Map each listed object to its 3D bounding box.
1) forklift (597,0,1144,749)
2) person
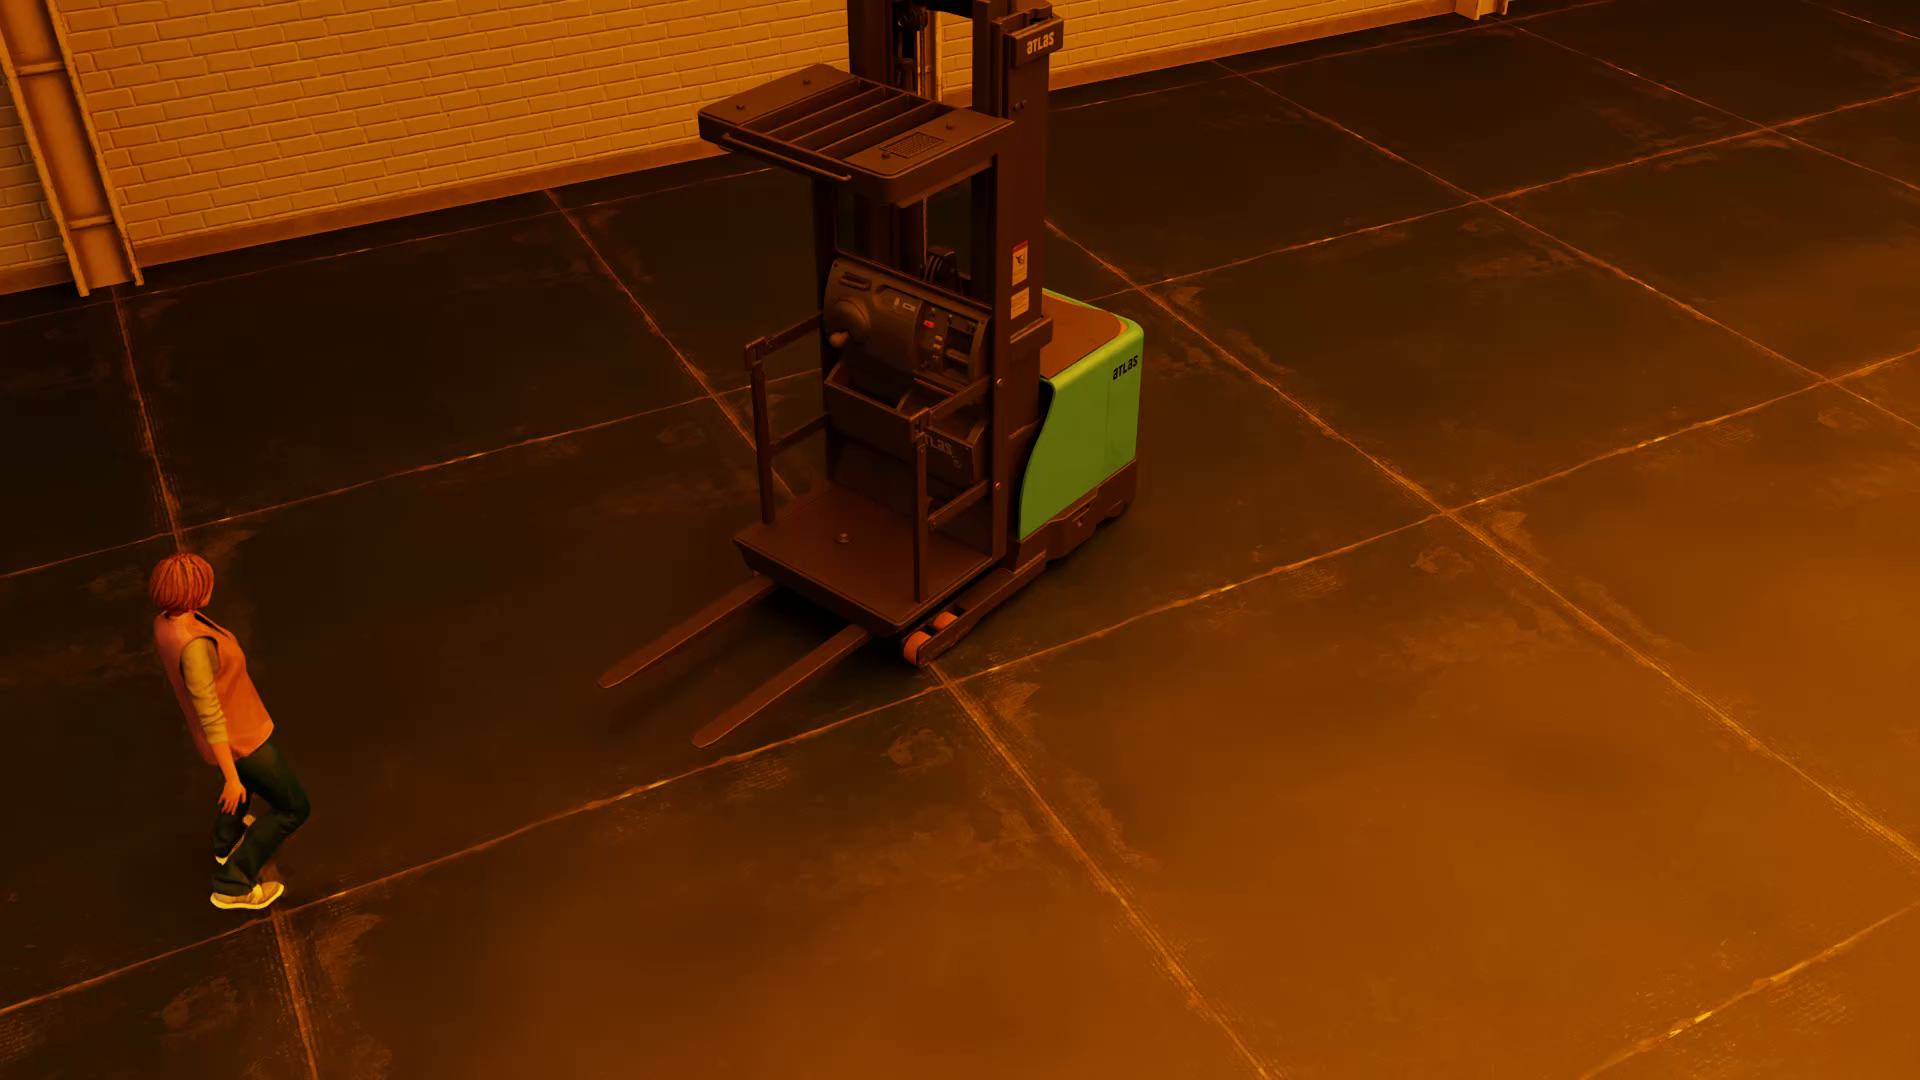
[{"bbox_3d":[-0.390,-0.927,7.434,1.130,2.935,3.031,26,43,31],"label":"forklift"},{"bbox_3d":[-2.804,0.749,6.295,0.449,1.521,0.744,-21,40,-27],"label":"person"}]
